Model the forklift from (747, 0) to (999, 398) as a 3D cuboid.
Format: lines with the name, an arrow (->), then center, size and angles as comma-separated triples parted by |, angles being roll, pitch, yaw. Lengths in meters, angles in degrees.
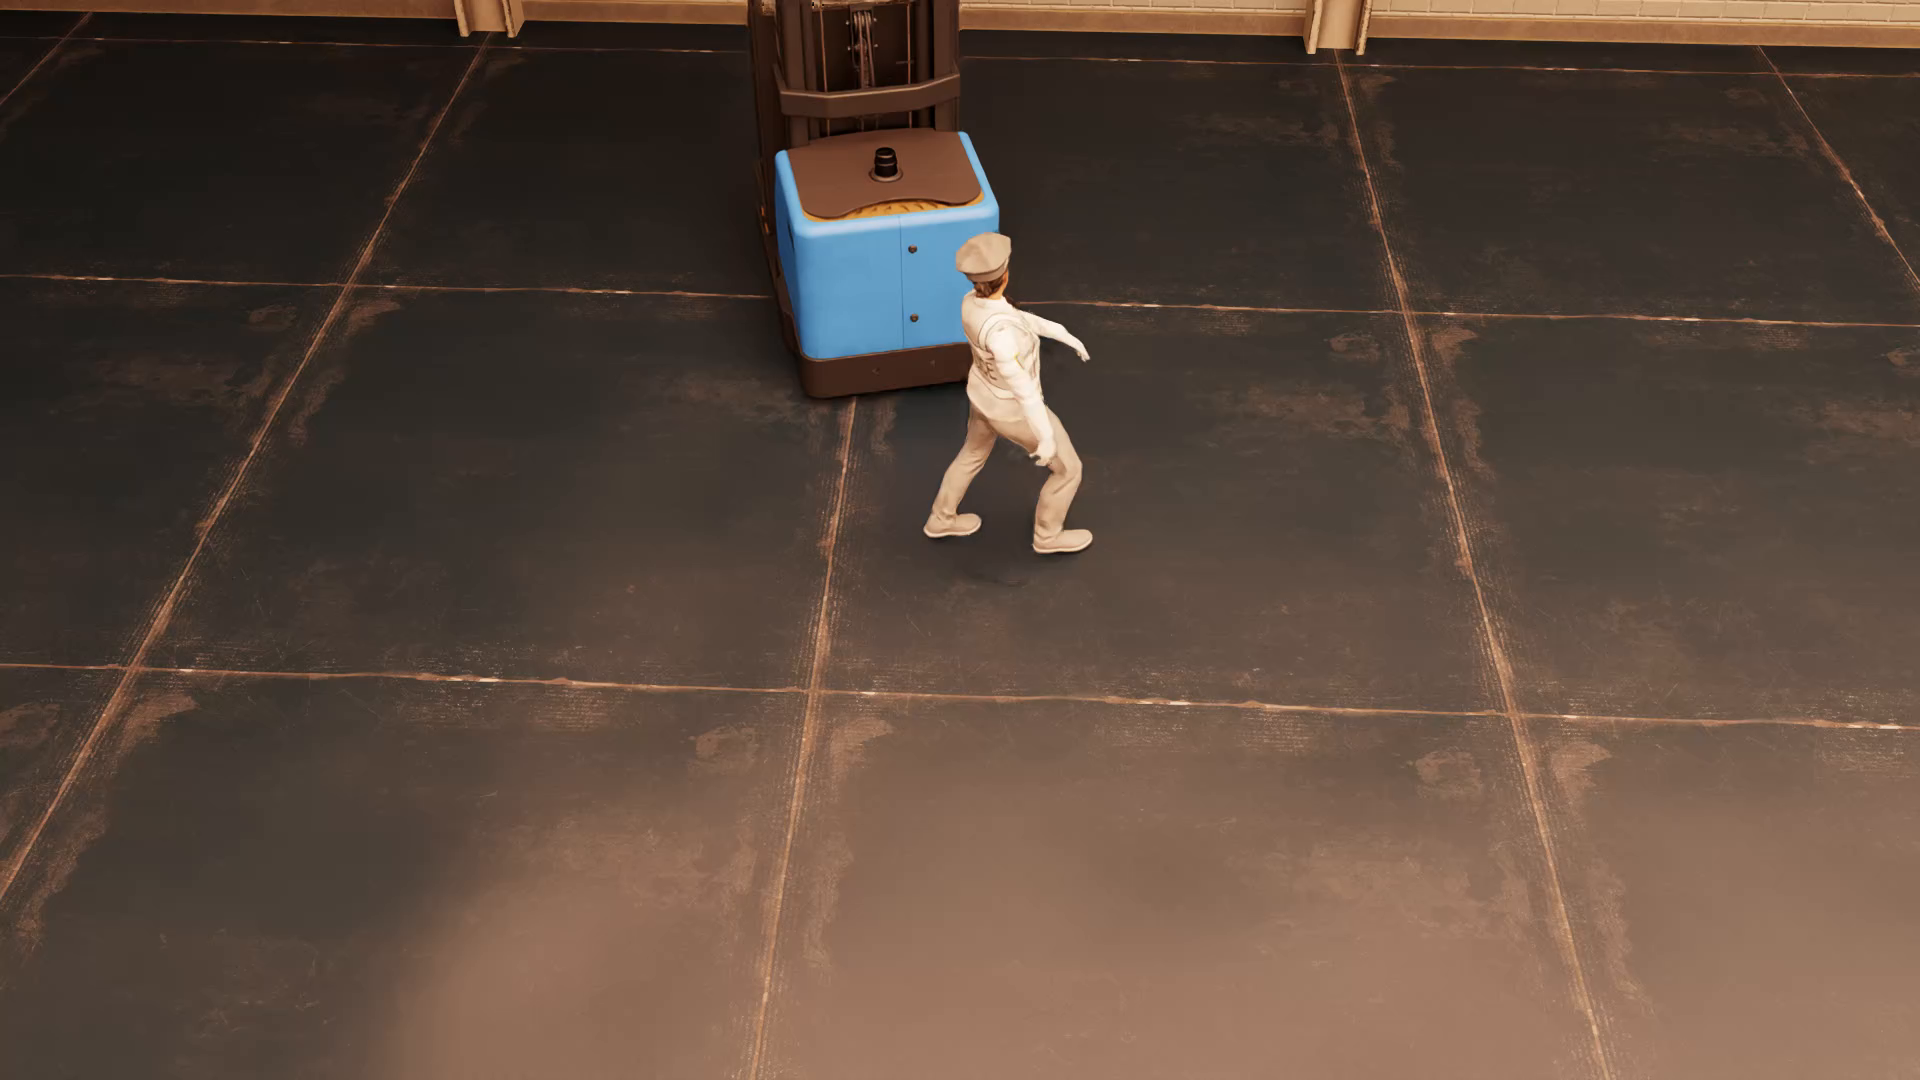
forklift -> -0.598, -2.823, 8.834 | 1.130, 2.935, 3.031 | -8, 43, -9

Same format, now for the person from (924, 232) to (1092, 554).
person -> 0.279, -0.606, 7.410 | 0.766, 1.584, 0.639 | -23, 47, -23
